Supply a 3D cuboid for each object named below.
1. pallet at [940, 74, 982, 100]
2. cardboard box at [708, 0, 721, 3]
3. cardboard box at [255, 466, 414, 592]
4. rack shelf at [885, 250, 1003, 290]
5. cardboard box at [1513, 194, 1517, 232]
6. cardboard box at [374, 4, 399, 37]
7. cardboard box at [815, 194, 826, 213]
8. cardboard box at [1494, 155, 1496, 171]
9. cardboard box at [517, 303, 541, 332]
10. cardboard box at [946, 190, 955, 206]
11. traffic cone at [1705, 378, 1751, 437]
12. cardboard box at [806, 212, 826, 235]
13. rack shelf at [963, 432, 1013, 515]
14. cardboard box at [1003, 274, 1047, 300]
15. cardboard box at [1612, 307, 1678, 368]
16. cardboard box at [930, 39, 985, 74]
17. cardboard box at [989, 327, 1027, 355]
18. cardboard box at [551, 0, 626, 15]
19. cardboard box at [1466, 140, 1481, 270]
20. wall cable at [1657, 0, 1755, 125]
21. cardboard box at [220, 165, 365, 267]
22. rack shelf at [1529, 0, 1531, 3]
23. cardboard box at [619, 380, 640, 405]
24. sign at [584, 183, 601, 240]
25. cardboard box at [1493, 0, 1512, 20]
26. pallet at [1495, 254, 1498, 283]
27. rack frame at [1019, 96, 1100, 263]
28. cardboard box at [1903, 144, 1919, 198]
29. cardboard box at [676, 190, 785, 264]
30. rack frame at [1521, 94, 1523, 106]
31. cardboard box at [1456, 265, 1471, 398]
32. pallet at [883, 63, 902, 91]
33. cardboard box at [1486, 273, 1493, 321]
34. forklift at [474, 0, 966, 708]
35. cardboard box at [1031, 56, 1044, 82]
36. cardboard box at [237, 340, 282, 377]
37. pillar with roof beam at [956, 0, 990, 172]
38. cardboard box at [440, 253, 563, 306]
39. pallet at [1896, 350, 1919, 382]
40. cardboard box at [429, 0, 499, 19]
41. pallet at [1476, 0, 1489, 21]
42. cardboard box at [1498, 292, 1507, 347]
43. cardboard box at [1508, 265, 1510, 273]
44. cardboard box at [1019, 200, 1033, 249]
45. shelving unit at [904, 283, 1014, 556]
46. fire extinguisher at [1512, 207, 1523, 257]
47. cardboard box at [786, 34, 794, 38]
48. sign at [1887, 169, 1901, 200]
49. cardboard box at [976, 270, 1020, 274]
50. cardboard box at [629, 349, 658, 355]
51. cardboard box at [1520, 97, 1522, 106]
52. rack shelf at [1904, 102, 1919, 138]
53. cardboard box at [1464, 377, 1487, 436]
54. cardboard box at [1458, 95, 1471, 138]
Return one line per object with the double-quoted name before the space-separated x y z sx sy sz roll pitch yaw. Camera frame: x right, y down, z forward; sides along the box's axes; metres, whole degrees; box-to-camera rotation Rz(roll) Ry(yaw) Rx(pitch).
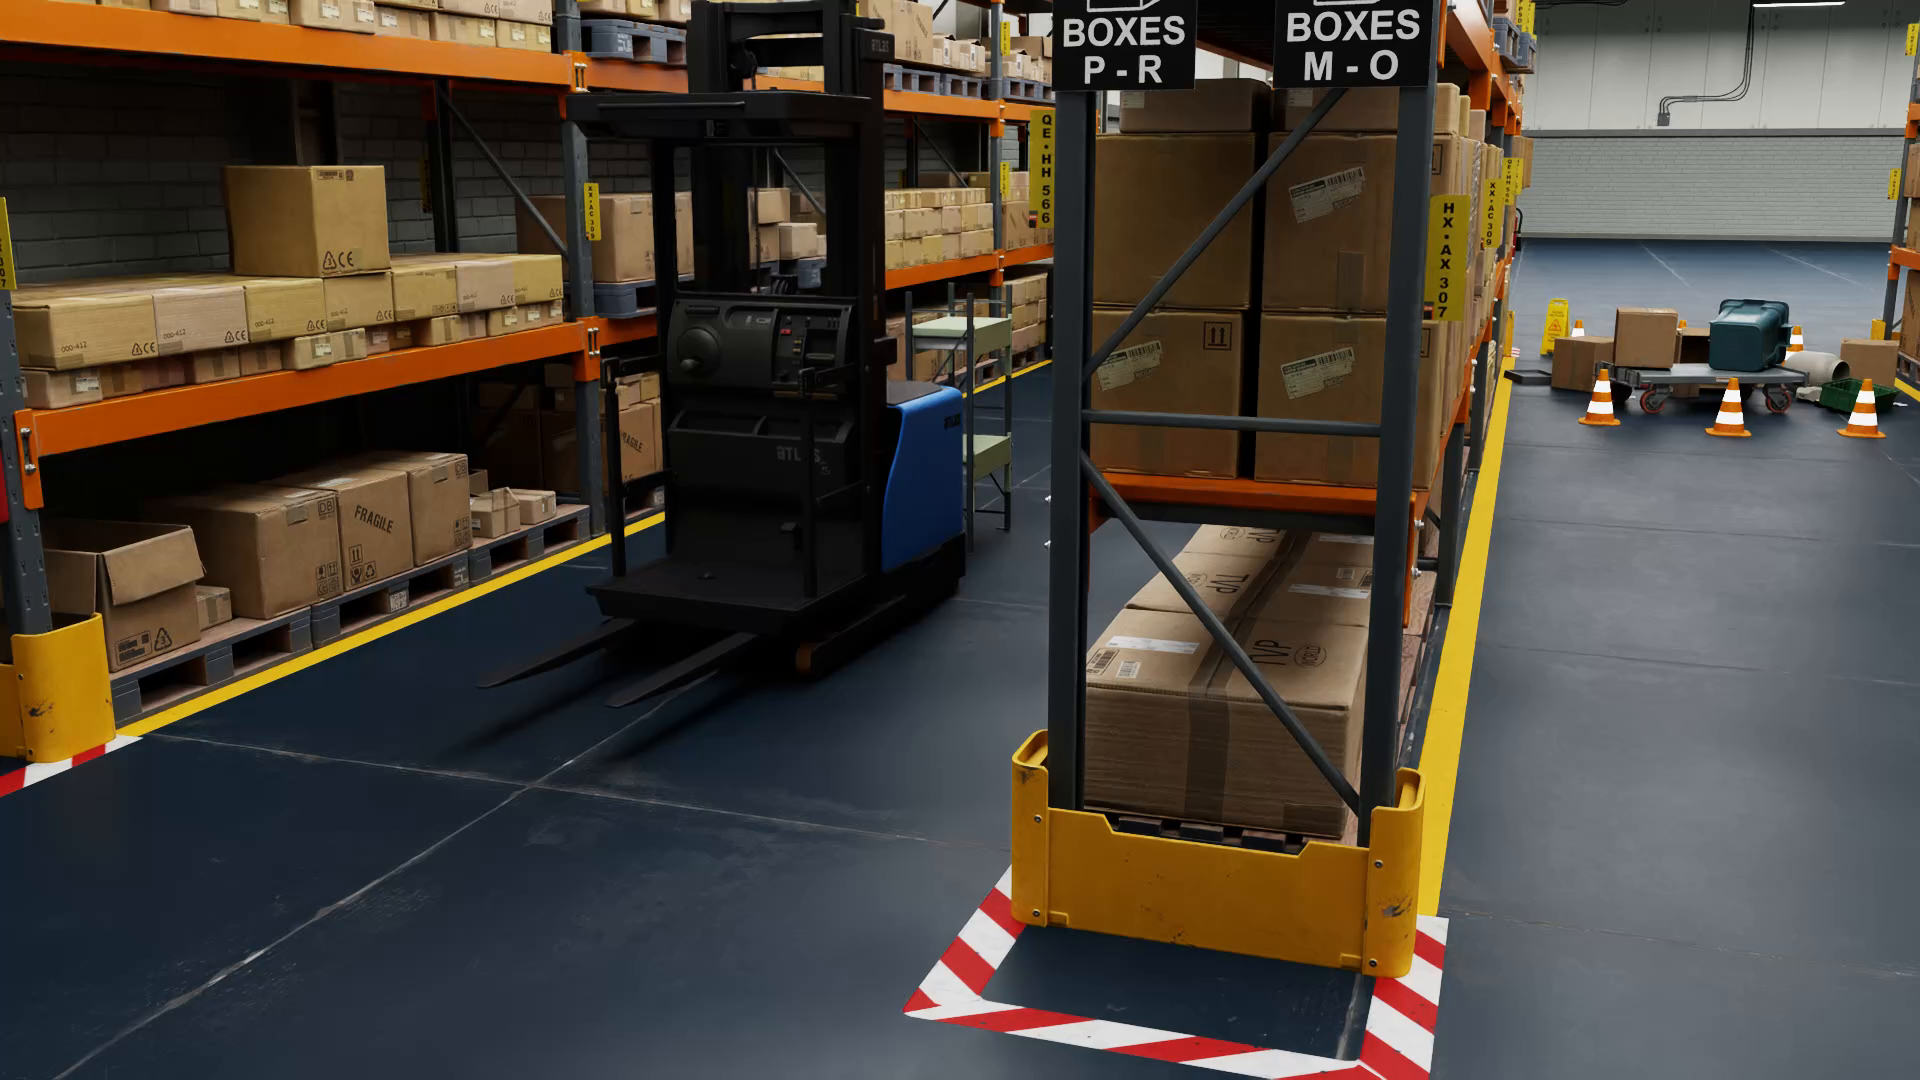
"pallet" -0.335 -4.385 16.149 0.805 0.209 1.217 4 13 16
"cardboard box" -1.787 -3.564 10.850 0.380 0.149 0.250 4 14 19
"cardboard box" -3.078 -0.065 8.207 0.500 0.500 0.500 5 14 19
"rack shelf" -0.709 -2.431 15.514 1.077 0.370 4.000 4 14 18
"cardboard box" 6.015 -3.748 18.775 0.500 0.500 0.500 4 13 17
"cardboard box" -2.939 -2.495 8.001 0.380 0.149 0.250 4 14 19
"cardboard box" -0.975 -2.771 13.707 0.380 0.149 0.250 5 14 20
"cardboard box" 2.926 -2.094 9.948 0.500 0.500 0.500 4 13 17
"cardboard box" -2.579 -1.254 9.306 0.380 0.149 0.250 5 14 20
"cardboard box" -0.262 -3.261 15.851 0.380 0.149 0.250 4 13 17
"traffic cone" 6.411 -1.114 13.830 0.336 0.463 0.334 4 14 18
"cardboard box" -0.958 -2.605 13.874 0.500 0.250 0.500 4 14 18
"rack shelf" 0.002 -0.415 9.900 0.431 0.370 0.720 4 14 18
"cardboard box" 0.716 -2.846 18.705 0.500 0.250 0.500 5 14 20
"cardboard box" 6.329 -1.875 15.377 0.500 0.500 0.500 4 14 18
"cardboard box" -0.066 -4.705 16.153 0.500 0.311 0.500 4 13 17
"cardboard box" 0.407 -2.145 17.880 0.500 0.250 0.500 5 14 19
"cardboard box" -2.178 -3.146 9.685 0.380 0.149 0.250 5 14 19
"cardboard box" 1.828 -1.365 6.754 0.500 0.500 0.500 5 14 19
"wall cable" 21.042 -14.701 46.531 2.305 6.003 0.169 4 14 18
"cardboard box" -3.384 -1.661 8.509 0.500 0.500 0.500 4 13 17
"rack shelf" 5.283 -5.840 16.974 1.077 0.370 4.000 4 14 18
"cardboard box" -2.267 -0.941 10.585 0.380 0.149 0.250 4 13 17
"sign" -2.135 -1.903 9.639 0.100 0.325 0.005 4 14 18
"cardboard box" 2.970 -3.123 9.546 0.396 0.266 0.258 6 14 23
"pallet" 3.471 -2.068 12.739 1.213 0.211 1.003 4 14 18
"rack frame" 1.232 -4.045 20.969 1.000 3.000 0.127 4 14 18
"cardboard box" 10.489 -3.877 17.471 0.875 0.550 0.550 4 14 18
"cardboard box" -1.710 -2.259 11.967 0.797 0.503 0.637 4 13 17
"rack frame" 5.930 -3.688 19.406 1.000 3.000 0.127 4 14 18
"cardboard box" 1.829 -0.879 6.872 0.500 0.500 0.500 4 13 18
"pallet" -1.222 -3.880 13.930 1.213 0.211 1.003 5 14 21
"cardboard box" 2.957 -1.483 10.080 0.500 0.250 0.500 4 13 17
"forklift" -1.007 -0.924 7.450 1.130 2.935 3.031 5 14 22
"cardboard box" 0.705 -5.144 18.176 0.396 0.266 0.258 4 13 17
"cardboard box" -3.268 -0.823 7.417 0.380 0.149 0.250 5 14 19
"pillar with roof beam" 4.227 -6.578 18.585 9.100 9.000 0.400 4 14 18
"cardboard box" -2.585 -1.465 9.336 0.500 0.250 0.500 5 14 20
"pallet" 10.461 -1.820 17.486 1.003 0.211 1.213 4 14 18
"cardboard box" -2.728 -2.823 8.542 0.500 0.250 0.500 4 13 16
"pallet" 1.772 -2.409 7.261 1.003 0.211 1.213 4 14 18
"cardboard box" 5.082 -2.181 16.351 0.500 0.500 0.500 5 14 21
"cardboard box" 5.778 -2.912 18.098 0.380 0.149 0.250 5 14 19
"cardboard box" 0.481 -3.437 18.080 0.500 0.500 0.500 5 14 19
"shelving unit" 0.002 -0.733 9.827 0.431 1.500 0.755 4 14 18
"fire extinguisher" 6.403 -3.642 19.375 0.296 0.674 0.183 4 14 18
"cardboard box" -1.455 -3.745 12.357 0.380 0.149 0.250 5 14 20
"sign" 10.123 -3.855 18.014 0.100 0.325 0.005 4 14 18
"cardboard box" 0.395 -2.992 19.343 0.500 0.250 0.500 4 13 17
"cardboard box" -2.188 -1.299 12.156 0.380 0.149 0.250 4 14 19
"cardboard box" 6.029 -4.878 18.443 0.380 0.149 0.250 4 14 19
"rack shelf" 9.999 -4.044 15.840 1.077 0.370 4.000 4 14 18
"cardboard box" 3.534 -1.046 12.790 0.950 0.372 0.625 3 13 15
"cardboard box" 1.671 -1.550 6.110 0.380 0.149 0.250 4 13 17
